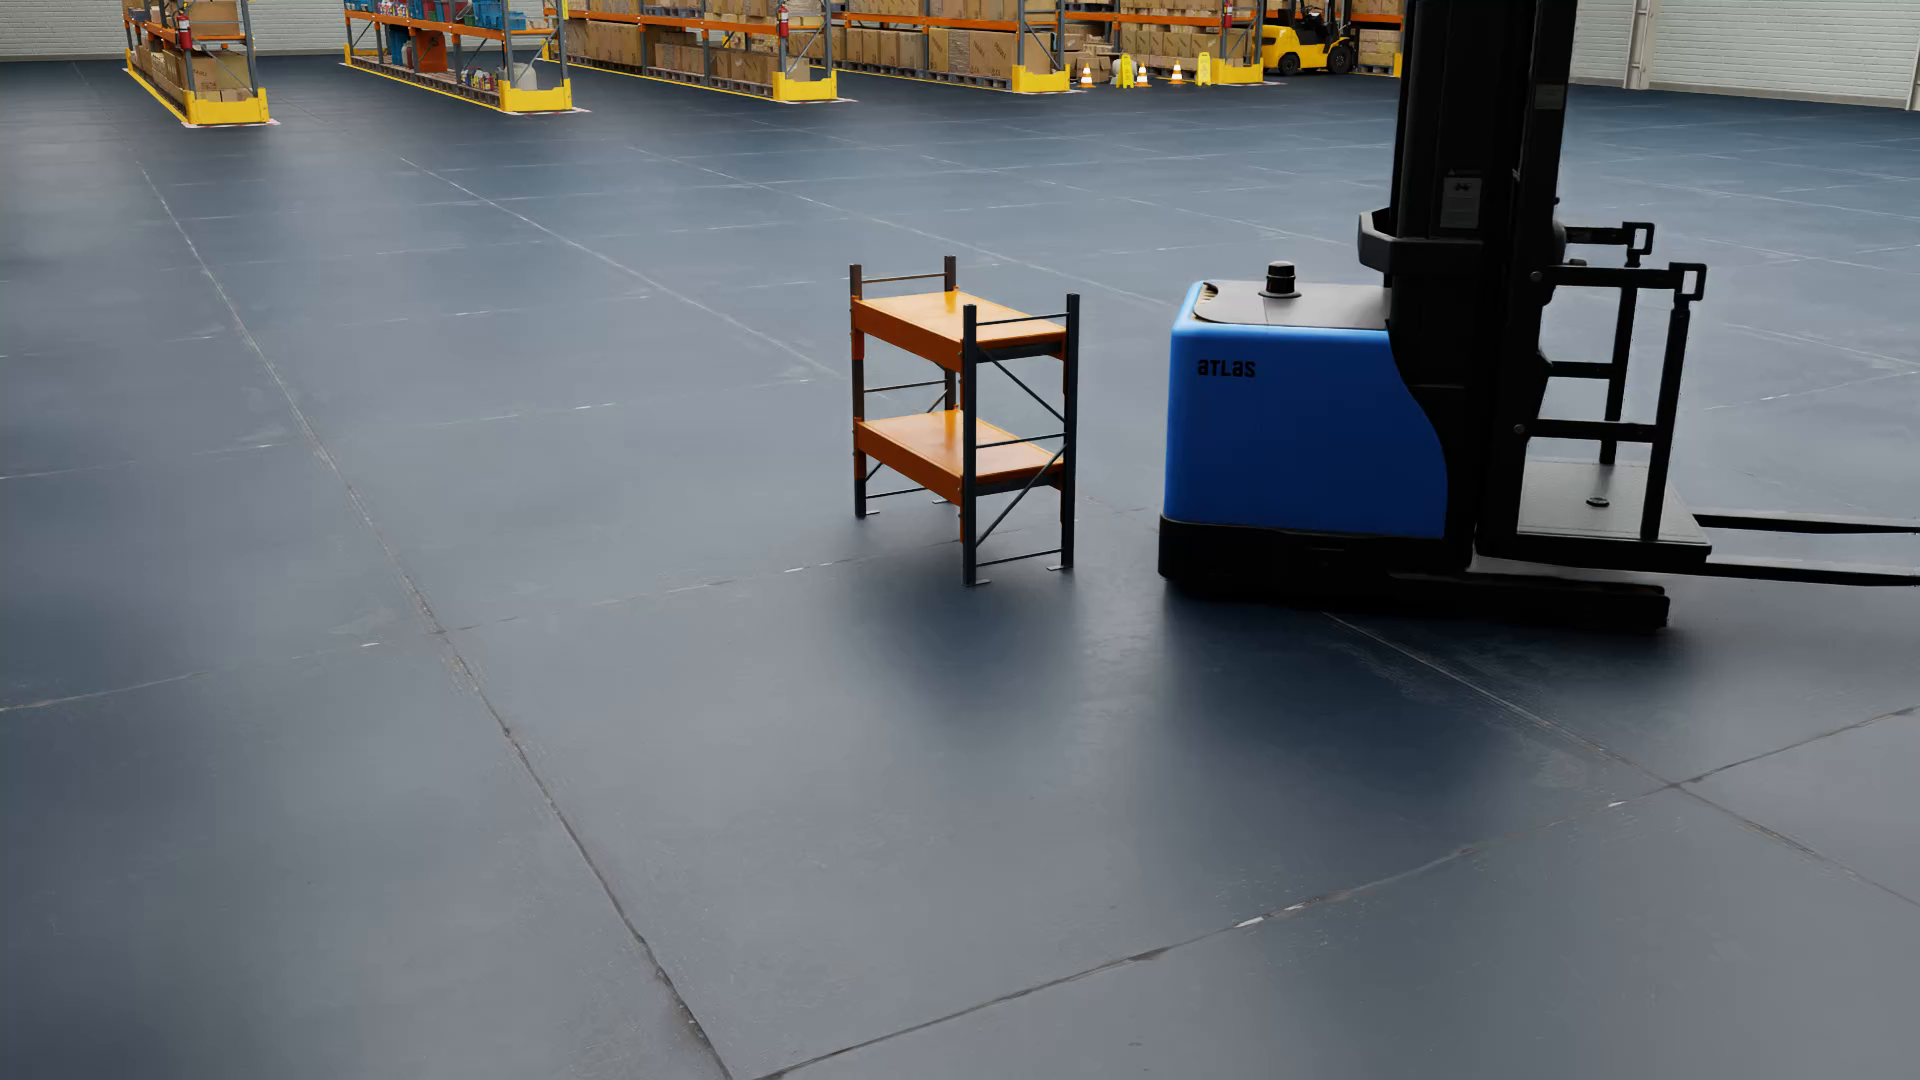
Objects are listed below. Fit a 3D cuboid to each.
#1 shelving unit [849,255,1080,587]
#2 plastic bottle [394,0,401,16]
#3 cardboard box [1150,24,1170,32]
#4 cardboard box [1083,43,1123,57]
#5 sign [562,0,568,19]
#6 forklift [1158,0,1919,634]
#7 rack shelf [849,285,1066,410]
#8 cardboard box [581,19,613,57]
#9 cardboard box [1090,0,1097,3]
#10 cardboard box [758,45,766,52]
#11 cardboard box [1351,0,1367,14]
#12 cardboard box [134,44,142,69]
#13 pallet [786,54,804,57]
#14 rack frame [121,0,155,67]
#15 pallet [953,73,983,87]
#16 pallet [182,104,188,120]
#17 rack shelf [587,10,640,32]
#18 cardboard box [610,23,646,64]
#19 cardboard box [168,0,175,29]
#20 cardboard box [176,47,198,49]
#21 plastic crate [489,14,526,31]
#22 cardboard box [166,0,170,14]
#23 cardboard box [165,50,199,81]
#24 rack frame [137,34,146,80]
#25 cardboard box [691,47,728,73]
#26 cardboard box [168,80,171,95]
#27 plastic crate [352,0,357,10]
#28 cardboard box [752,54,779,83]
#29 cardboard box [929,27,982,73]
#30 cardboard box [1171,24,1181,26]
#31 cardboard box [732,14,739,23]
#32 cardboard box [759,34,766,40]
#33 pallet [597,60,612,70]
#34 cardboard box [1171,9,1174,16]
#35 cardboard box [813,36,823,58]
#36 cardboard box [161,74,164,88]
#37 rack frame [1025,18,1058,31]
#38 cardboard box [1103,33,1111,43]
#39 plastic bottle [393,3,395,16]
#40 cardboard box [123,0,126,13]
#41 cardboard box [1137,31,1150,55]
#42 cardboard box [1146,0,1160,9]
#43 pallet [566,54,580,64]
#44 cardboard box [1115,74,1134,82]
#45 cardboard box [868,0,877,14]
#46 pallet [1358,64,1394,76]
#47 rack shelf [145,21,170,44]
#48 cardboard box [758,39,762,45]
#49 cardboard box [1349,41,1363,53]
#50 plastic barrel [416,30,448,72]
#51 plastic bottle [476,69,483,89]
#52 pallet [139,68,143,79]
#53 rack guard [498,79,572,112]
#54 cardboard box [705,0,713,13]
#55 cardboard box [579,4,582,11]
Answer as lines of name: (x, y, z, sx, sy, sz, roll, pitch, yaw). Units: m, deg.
shelving unit: (-0.003, -0.534, 6.954, 0.538, 1.125, 1.048, -10, 21, -27)
plastic bottle: (-12.135, -11.490, 35.908, 0.144, 0.351, 0.185, -10, 21, -27)
cardboard box: (4.419, -11.317, 36.756, 0.380, 0.149, 0.250, -9, 21, -24)
cardboard box: (3.399, -11.550, 39.389, 0.950, 0.372, 0.625, -9, 21, -23)
sign: (-6.700, -9.002, 28.196, 0.100, 0.325, 0.005, -10, 21, -27)
forklift: (2.349, -1.230, 6.202, 3.031, 2.935, 1.130, 4, 19, 11)
rack shelf: (-0.003, -0.810, 6.858, 0.538, 0.278, 1.000, -10, 21, -27)
cardboard box: (-8.769, -12.395, 41.067, 0.875, 0.875, 0.875, -10, 21, -27)
cardboard box: (3.243, -12.569, 38.699, 0.380, 0.149, 0.250, -10, 22, -28)
cardboard box: (-5.091, -12.946, 43.777, 0.380, 0.149, 0.250, -10, 21, -27)
cardboard box: (9.314, -12.304, 38.038, 0.500, 0.500, 0.500, -10, 22, -28)
cardboard box: (-17.766, -10.612, 36.443, 0.500, 0.500, 0.500, -10, 21, -27)
pallet: (-3.742, -12.197, 42.154, 1.003, 0.211, 1.213, -10, 21, -27)
rack frame: (-19.145, -12.614, 39.088, 1.000, 3.000, 0.127, -10, 21, -27)
pallet: (0.561, -9.542, 34.462, 1.003, 0.211, 1.213, -10, 21, -27)
pallet: (-11.948, -6.916, 26.849, 1.003, 0.211, 1.213, -10, 21, -27)
rack shelf: (-7.576, -12.085, 38.657, 1.077, 0.370, 4.000, -10, 21, -27)
cardboard box: (-7.353, -11.503, 38.483, 1.225, 0.875, 0.875, -10, 21, -26)
cardboard box: (-13.231, -9.090, 28.722, 0.700, 0.500, 0.500, -11, 22, -28)
cardboard box: (-16.051, -9.962, 34.560, 0.500, 0.500, 0.500, -11, 22, -28)
plastic crate: (-7.688, -8.814, 28.304, 0.499, 0.251, 0.616, -10, 21, -27)
cardboard box: (-14.285, -9.734, 30.590, 0.500, 0.500, 0.500, -10, 21, -27)
cardboard box: (-13.258, -8.098, 28.424, 0.500, 0.500, 0.500, -10, 21, -27)
rack frame: (-17.246, -11.466, 35.760, 1.000, 3.000, 0.127, -10, 21, -27)
cardboard box: (-5.210, -10.048, 34.810, 0.700, 0.500, 0.500, -10, 21, -27)
cardboard box: (-13.494, -7.888, 28.963, 0.500, 0.250, 0.500, -10, 21, -27)
plastic crate: (-14.332, -12.829, 39.877, 0.416, 0.233, 0.300, -10, 21, -27)
cardboard box: (-3.704, -9.102, 32.098, 0.500, 0.500, 0.500, -8, 21, -22)
cardboard box: (-0.077, -10.444, 35.414, 0.875, 0.875, 0.875, -10, 21, -26)
cardboard box: (5.847, -13.655, 44.300, 0.380, 0.149, 0.250, -11, 22, -29)
cardboard box: (-4.166, -10.047, 32.034, 0.380, 0.149, 0.250, -10, 21, -27)
cardboard box: (-5.056, -13.220, 43.658, 0.380, 0.149, 0.250, -11, 22, -29)
pallet: (-8.093, -11.471, 40.051, 1.003, 0.211, 1.213, -10, 21, -27)
cardboard box: (4.819, -11.486, 36.206, 0.380, 0.149, 0.250, -10, 21, -27)
cardboard box: (-3.265, -12.054, 40.654, 0.500, 0.500, 0.500, -11, 22, -29)
cardboard box: (-14.381, -8.434, 30.547, 0.500, 0.250, 0.500, -9, 21, -25)
rack frame: (2.095, -13.386, 41.325, 1.000, 3.000, 0.127, -10, 21, -27)
cardboard box: (4.456, -14.458, 47.909, 0.500, 0.311, 0.500, -9, 21, -25)
plastic bottle: (-12.247, -11.498, 36.033, 0.061, 0.283, 0.133, -10, 21, -27)
cardboard box: (-18.917, -12.346, 38.157, 0.500, 0.500, 0.500, -10, 22, -27)
cardboard box: (4.301, -11.128, 37.202, 0.500, 0.500, 0.500, -9, 21, -24)
cardboard box: (4.444, -11.969, 36.610, 0.500, 0.500, 0.500, -10, 21, -27)
pallet: (-9.402, -12.262, 42.343, 1.003, 0.211, 1.213, -10, 21, -27)
cardboard box: (3.494, -9.805, 35.317, 0.380, 0.149, 0.250, 1, 19, 2)
cardboard box: (-1.755, -12.176, 37.666, 0.500, 0.500, 0.500, -10, 21, -27)
pallet: (9.860, -10.754, 37.973, 1.003, 0.211, 1.213, -10, 21, -27)
rack shelf: (-14.397, -9.403, 30.886, 1.077, 0.370, 4.000, -10, 21, -27)
cardboard box: (-5.105, -13.158, 43.936, 0.380, 0.149, 0.250, -11, 22, -29)
cardboard box: (9.262, -11.376, 38.306, 0.500, 0.250, 0.500, -11, 22, -28)
plastic barrel: (-11.233, -10.394, 35.338, 0.600, 0.830, 0.708, -10, 21, -27)
plastic bottle: (-8.688, -8.365, 30.162, 0.144, 0.351, 0.185, -9, 21, -24)
pallet: (-17.571, -10.345, 36.787, 1.003, 0.211, 1.213, -10, 21, -27)
rack guard: (-7.264, -7.620, 28.447, 1.175, 0.500, 0.348, -10, 21, -27)
cardboard box: (-4.568, -10.751, 33.082, 0.875, 0.500, 0.500, -10, 21, -27)
cardboard box: (-9.082, -12.991, 40.566, 0.380, 0.149, 0.250, -10, 21, -26)
